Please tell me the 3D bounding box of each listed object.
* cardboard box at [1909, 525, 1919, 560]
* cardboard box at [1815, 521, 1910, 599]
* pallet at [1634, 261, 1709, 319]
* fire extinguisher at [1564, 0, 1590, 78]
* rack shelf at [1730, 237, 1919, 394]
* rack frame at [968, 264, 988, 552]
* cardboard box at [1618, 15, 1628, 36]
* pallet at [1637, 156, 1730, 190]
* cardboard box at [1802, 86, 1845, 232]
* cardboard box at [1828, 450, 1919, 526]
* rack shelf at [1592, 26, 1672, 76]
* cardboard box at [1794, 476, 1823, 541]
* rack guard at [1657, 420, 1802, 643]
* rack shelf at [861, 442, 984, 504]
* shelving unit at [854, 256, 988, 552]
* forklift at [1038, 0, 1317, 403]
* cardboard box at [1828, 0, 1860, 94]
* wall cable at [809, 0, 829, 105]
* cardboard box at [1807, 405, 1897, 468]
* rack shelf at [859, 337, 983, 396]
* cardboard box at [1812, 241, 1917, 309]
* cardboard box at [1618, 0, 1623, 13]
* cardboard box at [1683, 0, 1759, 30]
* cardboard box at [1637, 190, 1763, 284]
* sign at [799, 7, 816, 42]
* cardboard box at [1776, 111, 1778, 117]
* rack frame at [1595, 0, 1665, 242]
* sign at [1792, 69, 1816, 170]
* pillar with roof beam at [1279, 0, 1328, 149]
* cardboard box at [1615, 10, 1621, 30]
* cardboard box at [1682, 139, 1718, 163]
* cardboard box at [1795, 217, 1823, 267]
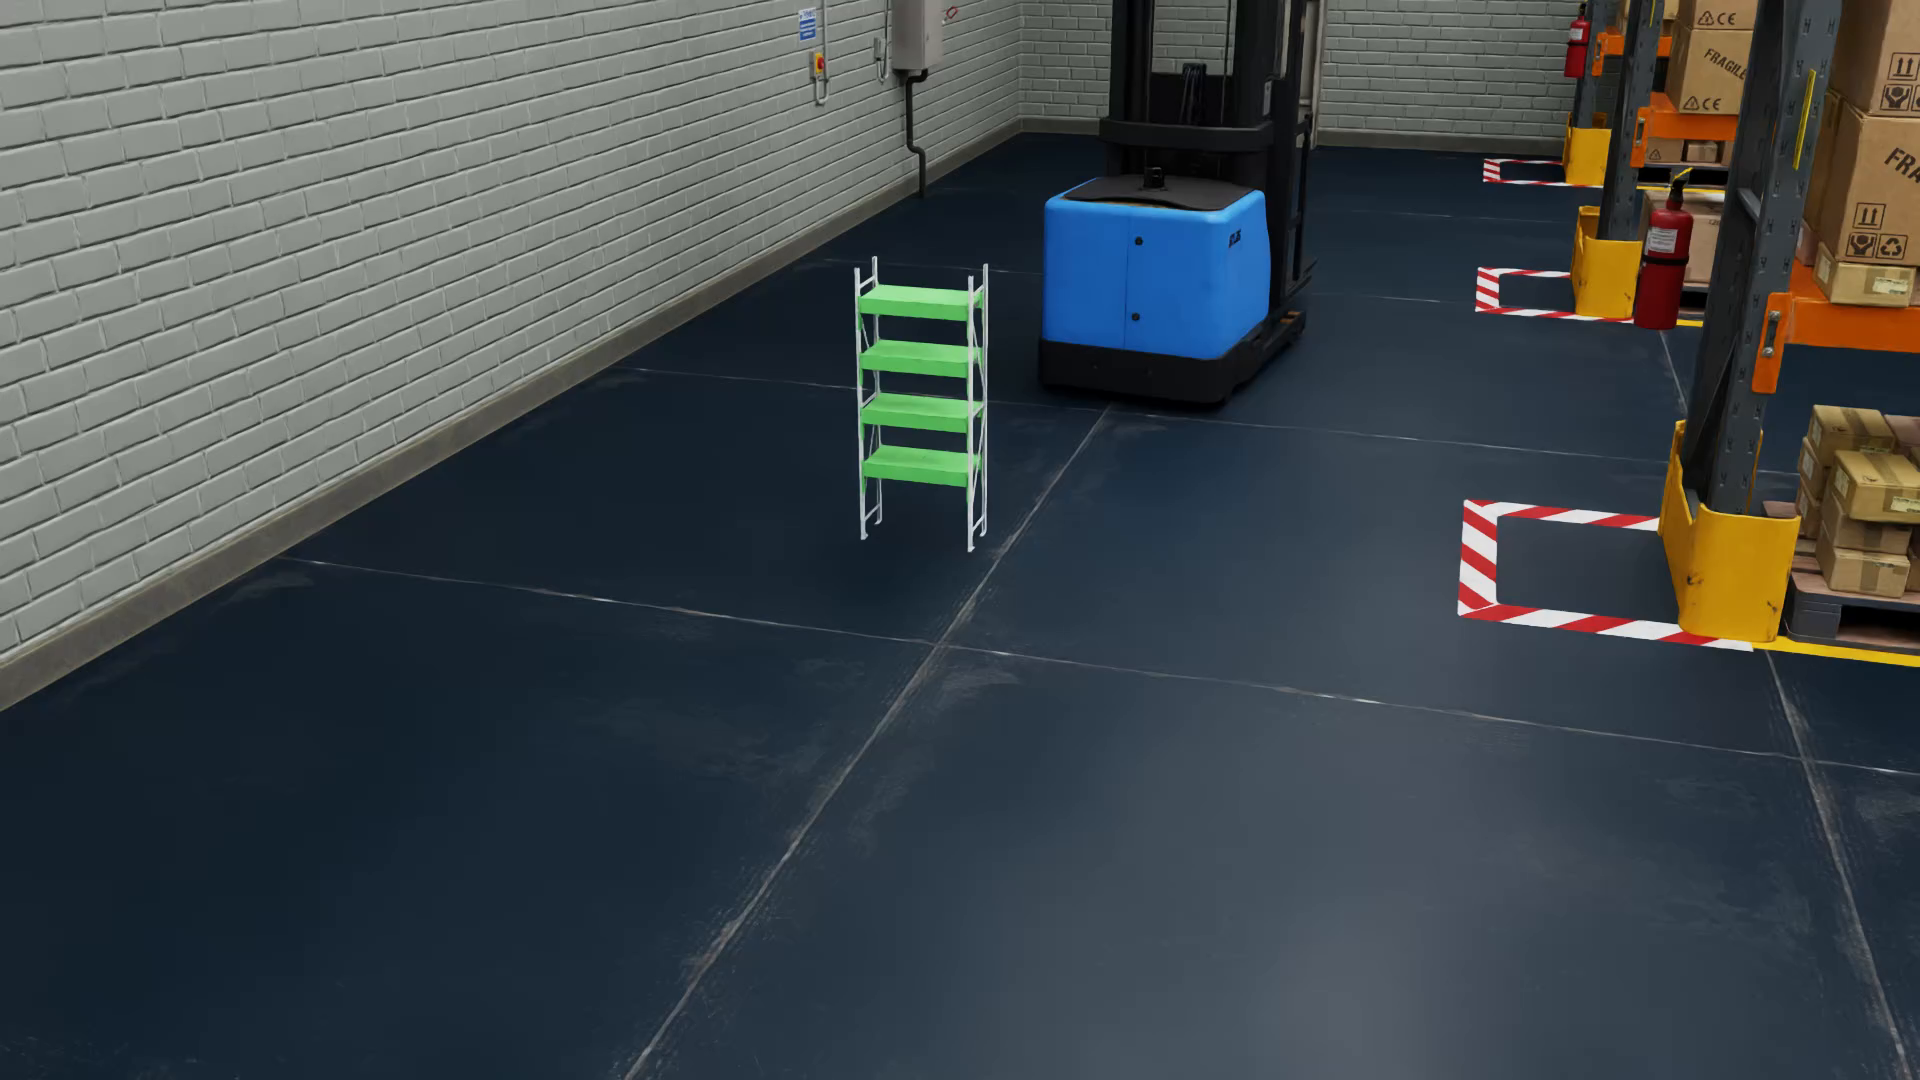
[{"bbox_3d":[3.706,-0.041,6.228,0.250,0.149,0.380,6,23,15],"label":"cardboard box"},{"bbox_3d":[3.442,0.069,6.351,0.250,0.149,0.380,7,23,17],"label":"cardboard box"},{"bbox_3d":[5.154,-1.689,11.110,1.213,0.211,1.003,7,23,16],"label":"pallet"},{"bbox_3d":[5.522,-4.482,14.838,0.183,0.674,0.296,7,23,16],"label":"fire extinguisher"},{"bbox_3d":[4.947,-0.677,5.916,4.000,0.370,1.077,7,23,16],"label":"rack shelf"},{"bbox_3d":[0.075,-0.547,7.021,0.015,1.200,0.240,7,23,16],"label":"rack frame"},{"bbox_3d":[6.031,-4.590,14.840,0.250,0.149,0.380,6,23,15],"label":"cardboard box"},{"bbox_3d":[6.632,-3.457,15.420,1.213,0.211,1.003,7,23,16],"label":"pallet"},{"bbox_3d":[3.537,-1.457,6.346,0.500,0.500,0.500,7,23,17],"label":"cardboard box"},{"bbox_3d":[3.436,-0.199,6.221,0.250,0.149,0.380,5,23,13],"label":"cardboard box"},{"bbox_3d":[7.711,-4.290,14.725,4.000,0.370,1.077,7,23,16],"label":"rack shelf"},{"bbox_3d":[3.597,-0.122,6.819,0.250,0.149,0.380,7,23,16],"label":"cardboard box"},{"bbox_3d":[3.105,-0.064,6.768,0.348,0.500,1.175,7,23,16],"label":"rack guard"},{"bbox_3d":[-0.158,-0.292,7.202,0.480,0.148,0.258,7,23,16],"label":"rack shelf"},{"bbox_3d":[-0.158,-0.573,7.087,0.503,1.200,0.258,7,23,16],"label":"shelving unit"},{"bbox_3d":[1.507,-2.610,9.770,1.130,2.935,3.031,10,24,23],"label":"forklift"},{"bbox_3d":[3.543,-1.916,6.147,0.500,0.500,0.500,6,23,14],"label":"cardboard box"},{"bbox_3d":[-1.039,-4.133,12.013,0.123,1.953,0.585,7,23,16],"label":"wall cable"},{"bbox_3d":[3.613,-0.414,6.745,0.250,0.149,0.380,7,23,16],"label":"cardboard box"},{"bbox_3d":[-0.158,-0.736,7.020,0.480,0.148,0.258,7,23,16],"label":"rack shelf"},{"bbox_3d":[3.248,-0.958,5.984,0.250,0.149,0.380,6,23,15],"label":"cardboard box"},{"bbox_3d":[6.313,-4.957,15.207,0.500,0.250,0.500,7,23,17],"label":"cardboard box"},{"bbox_3d":[4.743,-3.391,10.136,0.500,0.500,0.500,6,23,14],"label":"cardboard box"},{"bbox_3d":[5.026,-2.011,11.044,0.875,0.438,0.875,6,23,14],"label":"cardboard box"},{"bbox_3d":[-1.112,-3.762,12.134,0.001,0.218,0.327,7,23,16],"label":"sign"},{"bbox_3d":[5.235,-2.883,10.213,0.500,0.500,0.500,6,23,15],"label":"cardboard box"},{"bbox_3d":[4.366,-3.039,10.725,0.127,3.000,1.000,7,23,16],"label":"rack frame"},{"bbox_3d":[2.876,-1.432,5.669,0.005,0.325,0.100,7,23,16],"label":"sign"},{"bbox_3d":[2.231,-6.677,11.690,0.400,9.000,9.100,7,23,16],"label":"pillar with roof beam"},{"bbox_3d":[6.191,-4.787,15.320,0.250,0.149,0.380,6,23,15],"label":"cardboard box"},{"bbox_3d":[6.750,-3.556,15.189,0.250,0.149,0.380,6,23,13],"label":"cardboard box"},{"bbox_3d":[3.426,-1.180,6.525,0.250,0.149,0.380,7,23,16],"label":"cardboard box"}]
